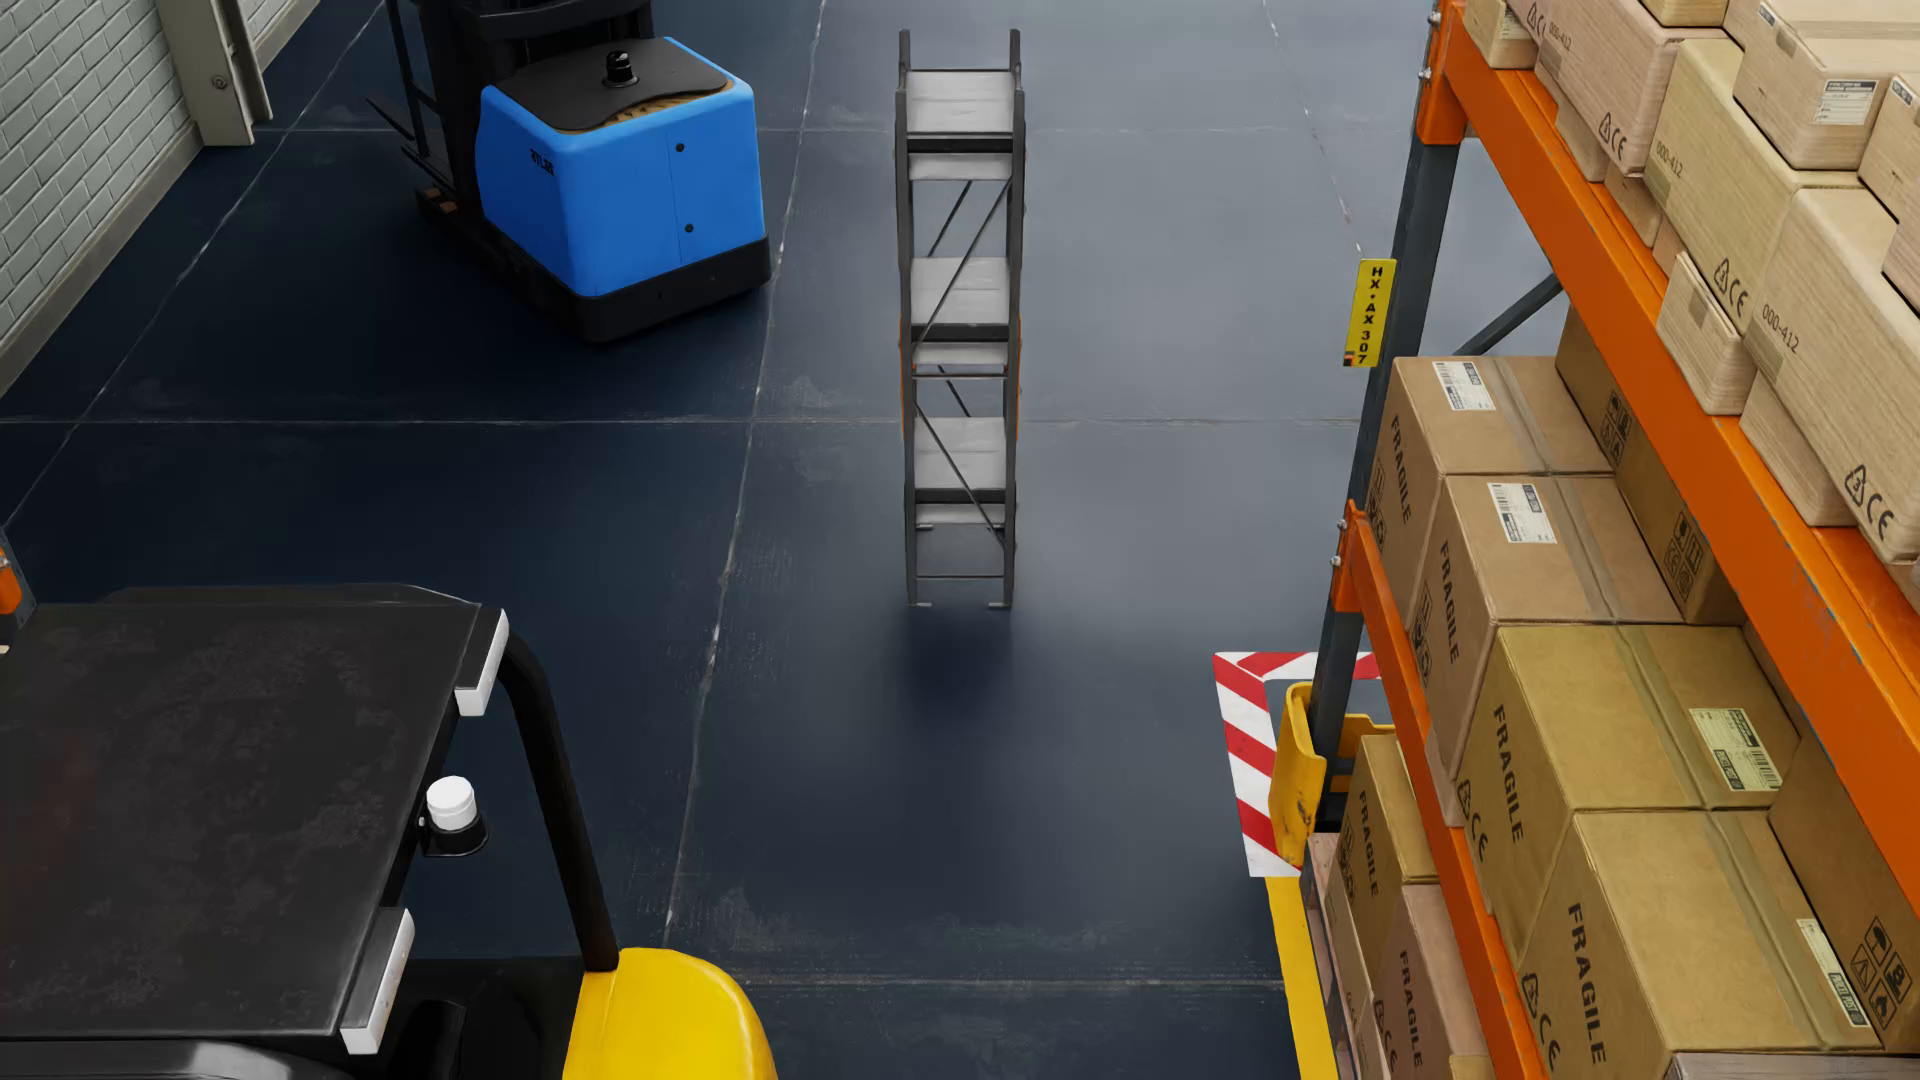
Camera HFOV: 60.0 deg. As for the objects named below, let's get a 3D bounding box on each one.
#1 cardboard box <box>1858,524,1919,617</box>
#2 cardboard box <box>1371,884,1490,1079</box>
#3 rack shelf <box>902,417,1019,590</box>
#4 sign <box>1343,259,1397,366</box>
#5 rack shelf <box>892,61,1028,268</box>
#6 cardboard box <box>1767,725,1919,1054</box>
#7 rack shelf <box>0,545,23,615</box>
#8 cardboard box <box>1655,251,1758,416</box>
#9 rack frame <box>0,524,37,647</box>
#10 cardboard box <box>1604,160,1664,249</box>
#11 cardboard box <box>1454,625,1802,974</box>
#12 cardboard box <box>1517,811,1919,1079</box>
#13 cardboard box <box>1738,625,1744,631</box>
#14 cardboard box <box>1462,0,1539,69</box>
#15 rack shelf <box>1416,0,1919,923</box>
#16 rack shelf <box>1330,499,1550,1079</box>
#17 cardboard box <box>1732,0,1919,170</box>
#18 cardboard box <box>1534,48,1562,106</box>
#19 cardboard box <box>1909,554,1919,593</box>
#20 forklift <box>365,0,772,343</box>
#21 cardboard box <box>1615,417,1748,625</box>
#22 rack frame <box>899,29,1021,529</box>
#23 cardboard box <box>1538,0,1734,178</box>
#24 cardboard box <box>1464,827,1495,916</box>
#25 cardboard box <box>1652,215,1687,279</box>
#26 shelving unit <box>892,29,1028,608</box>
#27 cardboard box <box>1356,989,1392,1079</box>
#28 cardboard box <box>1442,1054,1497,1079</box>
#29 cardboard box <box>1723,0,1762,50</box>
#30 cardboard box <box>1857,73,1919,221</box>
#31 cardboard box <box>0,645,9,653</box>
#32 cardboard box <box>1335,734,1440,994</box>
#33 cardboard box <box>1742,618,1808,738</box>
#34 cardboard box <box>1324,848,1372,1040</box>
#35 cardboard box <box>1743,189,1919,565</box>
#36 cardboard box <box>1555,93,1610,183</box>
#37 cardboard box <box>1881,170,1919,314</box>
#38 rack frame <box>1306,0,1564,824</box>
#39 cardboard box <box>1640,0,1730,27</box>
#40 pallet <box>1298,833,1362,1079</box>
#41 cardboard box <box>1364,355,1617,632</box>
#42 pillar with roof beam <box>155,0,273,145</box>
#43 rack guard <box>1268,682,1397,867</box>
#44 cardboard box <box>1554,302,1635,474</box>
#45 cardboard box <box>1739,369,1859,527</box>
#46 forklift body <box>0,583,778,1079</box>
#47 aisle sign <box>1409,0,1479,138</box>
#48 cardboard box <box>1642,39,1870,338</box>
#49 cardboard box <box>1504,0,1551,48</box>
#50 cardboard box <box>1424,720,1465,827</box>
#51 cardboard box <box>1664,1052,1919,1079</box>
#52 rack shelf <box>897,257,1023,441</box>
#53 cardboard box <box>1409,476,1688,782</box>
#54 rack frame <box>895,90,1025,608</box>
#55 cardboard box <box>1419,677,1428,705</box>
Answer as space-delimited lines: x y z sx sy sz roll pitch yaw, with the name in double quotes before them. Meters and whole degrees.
"cardboard box" 1.423 0.004 2.149 0.380 0.149 0.250 0 39 0
"cardboard box" 1.360 1.202 4.115 0.500 0.500 0.500 -1 39 -2
"rack shelf" 0.000 -0.159 6.410 0.431 0.518 0.480 0 39 0
"sign" 1.087 -0.599 4.406 0.100 0.325 0.005 0 39 0
"rack shelf" 0.000 -1.251 5.535 0.431 0.518 0.480 0 39 0
"cardboard box" 1.807 0.460 2.660 0.700 0.500 0.500 0 39 0
"rack shelf" -3.331 1.276 3.334 1.077 0.370 4.000 0 39 0
"cardboard box" 1.311 -0.318 2.551 0.380 0.149 0.250 0 39 0
"rack frame" -3.334 -0.255 4.670 1.000 3.000 0.127 0 39 0
"cardboard box" 1.386 -0.641 2.954 0.380 0.149 0.250 0 39 0
"cardboard box" 1.359 0.523 3.381 0.500 0.500 0.500 -1 39 -1
"cardboard box" 1.367 0.841 2.985 0.500 0.500 0.500 -1 39 -1
"cardboard box" 1.902 0.236 3.739 0.500 0.500 0.500 0 39 0
"cardboard box" 1.306 -1.126 3.559 0.380 0.149 0.250 0 39 0
"rack shelf" 1.632 0.100 2.404 1.077 0.370 4.000 0 39 0
"rack shelf" 1.632 1.270 3.342 1.077 0.370 4.000 0 39 0
"cardboard box" 1.322 -0.633 2.306 0.380 0.149 0.250 1 39 1
"cardboard box" 1.395 -0.962 3.354 0.380 0.149 0.250 -1 39 -1
"cardboard box" 1.377 0.101 1.708 0.500 0.250 0.500 -1 39 -1
"forklift" -2.241 -2.930 8.063 1.130 2.935 3.031 -26 46 -29
"cardboard box" 1.842 -0.171 3.447 0.700 0.500 0.500 0 39 0
"rack frame" 0.000 -0.868 6.155 0.400 2.100 0.015 0 39 0
"cardboard box" 1.355 -0.860 2.908 0.500 0.250 0.500 -1 39 -1
"cardboard box" 1.345 0.694 3.687 0.380 0.149 0.250 1 39 1
"cardboard box" 1.391 -0.475 2.747 0.380 0.149 0.250 -1 39 -1
"shelving unit" 0.000 -0.716 5.964 0.431 2.100 0.503 0 39 0
"cardboard box" 1.347 1.472 4.378 0.500 0.250 0.500 1 39 2
"cardboard box" 1.352 1.515 3.724 0.500 0.500 0.500 1 39 1
"cardboard box" 1.403 -0.797 2.510 0.380 0.149 0.250 0 39 0
"cardboard box" 1.397 -0.471 2.104 0.380 0.149 0.250 1 39 1
"cardboard box" -3.021 0.551 4.727 0.500 0.250 0.500 1 39 1
"cardboard box" 1.355 0.875 4.523 0.500 0.500 0.500 -1 39 -2
"cardboard box" 1.945 0.148 3.049 0.700 0.500 0.500 0 39 -1
"cardboard box" 1.354 1.152 4.776 0.500 0.250 0.500 0 39 0
"cardboard box" 1.361 -0.216 2.105 0.500 0.250 0.500 1 39 1
"cardboard box" 1.361 -0.796 3.147 0.380 0.149 0.250 1 39 1
"cardboard box" 1.319 -0.311 1.904 0.380 0.149 0.250 0 39 1
"rack frame" 1.630 -0.261 4.677 1.000 3.000 0.127 0 39 0
"cardboard box" 1.307 -0.952 2.703 0.380 0.149 0.250 0 39 0
"pallet" 1.596 1.382 4.856 1.003 0.211 1.213 0 39 0
"cardboard box" 1.353 -0.120 4.183 0.500 0.500 0.500 -1 39 -1
"pillar with roof beam" 0.064 -5.916 6.936 9.100 9.000 0.400 0 39 0
"rack guard" 1.630 0.762 5.400 1.175 0.500 0.348 0 39 0
"cardboard box" 1.849 -0.487 3.842 0.700 0.500 0.500 -1 39 -1
"cardboard box" 1.352 -0.153 2.345 0.380 0.149 0.250 -1 39 -1
"forklift body" -1.507 1.260 3.457 2.313 2.155 1.214 0 39 0
"aisle sign" 1.320 -1.314 3.913 0.394 0.787 0.004 0 39 0
"cardboard box" 1.380 -0.537 2.504 0.500 0.250 0.500 1 39 1
"cardboard box" 1.364 -1.175 3.301 0.500 0.250 0.500 -1 39 -1
"cardboard box" 1.311 0.532 3.889 0.380 0.149 0.250 1 39 1
"cardboard box" 1.373 1.161 2.585 0.500 0.500 0.500 1 39 1
"rack shelf" 0.000 -0.705 5.973 0.431 0.518 0.480 0 39 0
"cardboard box" 1.357 0.204 3.779 0.500 0.500 0.500 1 39 1
"rack frame" 0.000 -0.563 5.774 0.400 2.100 0.015 0 39 0
"cardboard box" 1.357 0.373 4.087 0.380 0.149 0.250 -1 39 -1
